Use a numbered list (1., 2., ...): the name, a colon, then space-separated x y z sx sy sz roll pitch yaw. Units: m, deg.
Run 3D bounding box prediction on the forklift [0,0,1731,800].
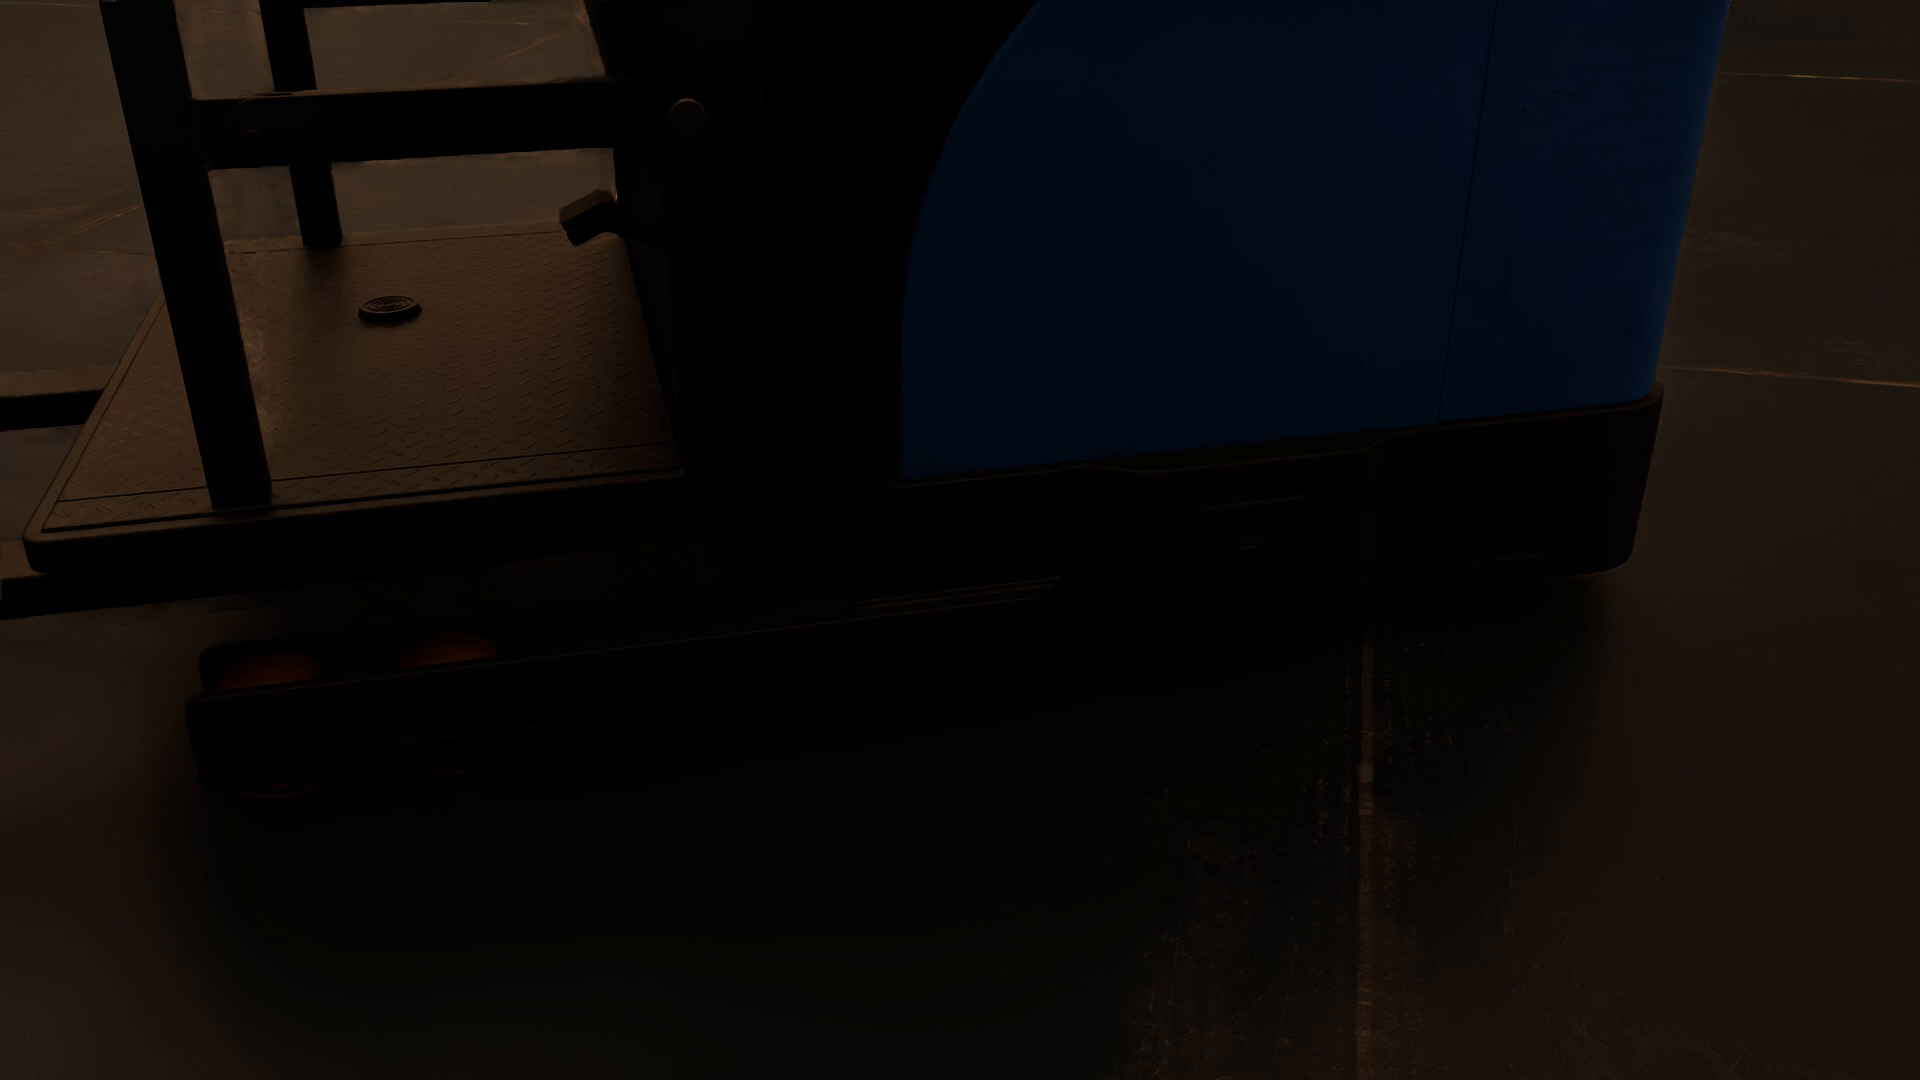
1. forklift: -0.633 -1.274 1.771 3.031 2.935 1.130 -6 27 -13
